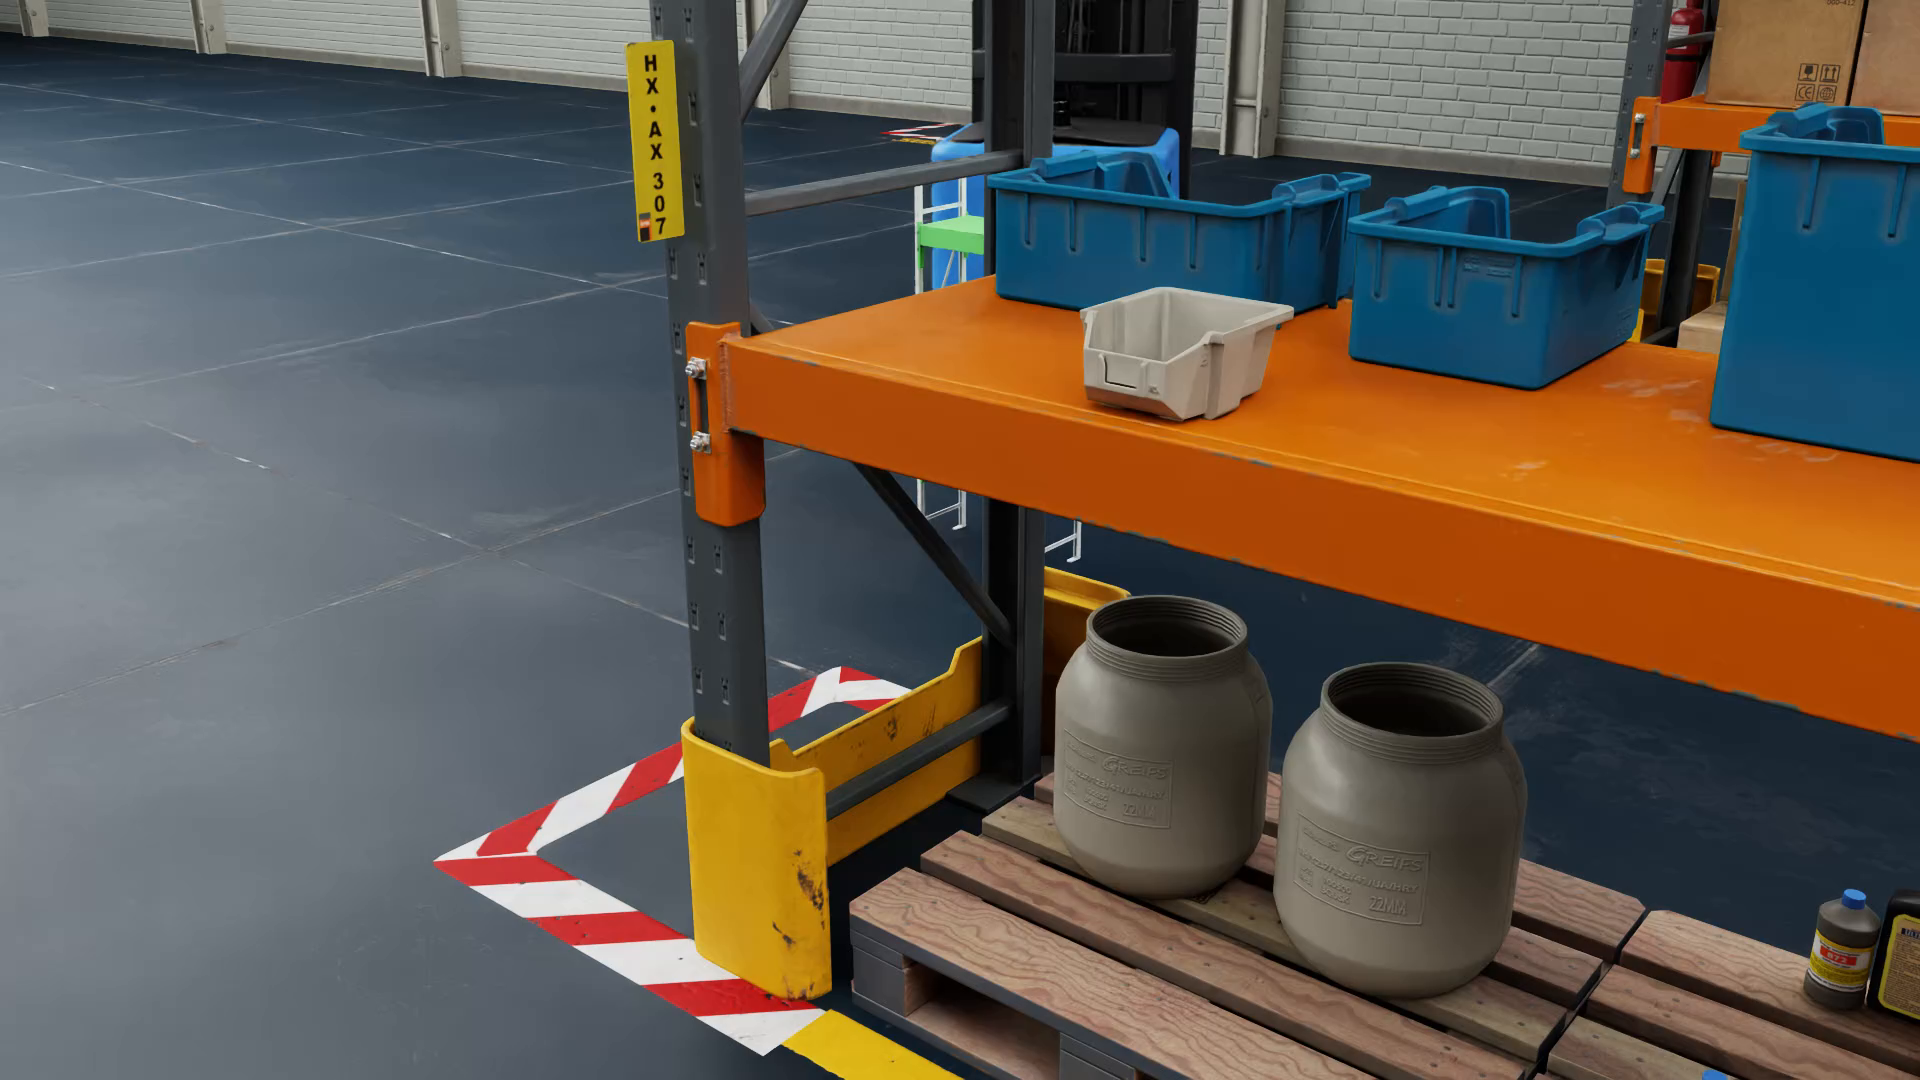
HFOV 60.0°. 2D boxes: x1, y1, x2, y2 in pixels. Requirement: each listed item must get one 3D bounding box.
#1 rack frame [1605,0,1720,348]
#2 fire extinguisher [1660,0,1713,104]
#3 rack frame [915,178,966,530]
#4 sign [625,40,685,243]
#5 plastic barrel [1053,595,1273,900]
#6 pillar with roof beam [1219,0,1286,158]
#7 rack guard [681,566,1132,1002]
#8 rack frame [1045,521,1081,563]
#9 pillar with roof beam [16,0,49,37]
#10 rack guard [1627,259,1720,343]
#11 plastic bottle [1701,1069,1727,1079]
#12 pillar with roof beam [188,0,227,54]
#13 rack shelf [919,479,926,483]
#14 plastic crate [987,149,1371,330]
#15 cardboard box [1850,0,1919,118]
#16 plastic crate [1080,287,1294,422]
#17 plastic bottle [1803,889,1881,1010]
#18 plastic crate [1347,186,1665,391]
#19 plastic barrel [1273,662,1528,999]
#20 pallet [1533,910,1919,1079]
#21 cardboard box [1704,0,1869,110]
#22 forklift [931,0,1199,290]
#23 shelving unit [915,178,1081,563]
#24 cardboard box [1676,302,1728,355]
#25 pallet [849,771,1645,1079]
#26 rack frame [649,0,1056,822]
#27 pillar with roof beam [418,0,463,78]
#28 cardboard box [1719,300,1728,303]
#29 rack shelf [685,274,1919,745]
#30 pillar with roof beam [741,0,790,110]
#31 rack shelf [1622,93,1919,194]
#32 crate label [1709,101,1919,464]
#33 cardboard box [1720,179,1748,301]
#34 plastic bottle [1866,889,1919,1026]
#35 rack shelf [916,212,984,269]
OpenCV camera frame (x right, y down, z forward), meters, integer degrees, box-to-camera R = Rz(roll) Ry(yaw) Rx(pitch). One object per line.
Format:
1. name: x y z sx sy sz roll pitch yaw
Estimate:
1. rack frame: 2.974 -2.043 6.835 0.127 3.000 1.000 16 26 36
2. fire extinguisher: 3.176 -2.160 7.255 0.183 0.674 0.296 16 26 36
3. rack frame: -0.061 -0.579 5.503 0.015 1.200 0.240 16 26 36
4. sign: -0.512 -0.670 2.801 0.005 0.325 0.100 16 26 36
5. plastic barrel: 0.397 0.404 3.277 0.421 0.512 0.421 0 21 0
6. pillar with roof beam: -0.178 -6.447 10.011 0.400 9.000 9.100 16 26 36
7. rack guard: -0.073 0.484 3.677 0.348 0.500 1.175 16 26 36
8. rack frame: 0.317 -0.470 5.214 0.015 1.200 0.240 16 26 36
9. pillar with roof beam: -18.772 -11.802 24.211 0.400 9.000 9.100 16 26 36
10. rack guard: 2.955 -0.879 7.290 0.348 0.500 1.175 16 26 36
11. plastic bottle: 1.046 0.871 2.352 0.097 0.271 0.097 0 21 0
12. pillar with roof beam: -14.123 -10.463 20.661 0.400 9.000 9.100 16 26 36
13. rack shelf: 0.128 -0.240 5.466 0.480 0.148 0.258 16 26 36
14. plastic crate: 0.416 -0.590 3.193 0.616 0.251 0.499 16 26 36
15. cardboard box: 3.737 -1.866 6.225 0.500 0.500 0.700 17 26 38
16. plastic crate: 0.329 -0.279 2.530 0.250 0.136 0.298 16 26 36
17. plastic bottle: 1.539 0.704 2.894 0.097 0.201 0.097 0 21 0
18. plastic crate: 0.915 -0.444 2.805 0.408 0.251 0.499 16 26 36
19. plastic barrel: 0.785 0.515 2.981 0.421 0.512 0.421 0 21 0
20. pallet: 1.494 1.074 2.521 1.213 0.211 1.003 16 26 36
21. cardboard box: 3.327 -1.982 6.532 0.500 0.500 0.700 16 26 36
22. forklift: 0.647 -2.548 8.272 1.130 2.935 3.031 4 21 10
23. shelving unit: 0.128 -0.524 5.359 0.503 1.200 0.258 16 26 36
24. cardboard box: 3.248 -0.773 6.767 0.500 0.250 0.500 16 26 36
25. pallet: 0.553 0.802 3.243 1.213 0.211 1.003 16 26 36
26. rack frame: -0.161 -0.690 3.246 0.127 3.000 1.000 16 26 36
27. pillar with roof beam: -9.475 -9.124 17.111 0.400 9.000 9.100 16 26 36
28. cardboard box: 3.576 -0.914 7.143 0.500 0.250 0.500 16 26 36
29. rack shelf: 1.388 0.093 2.190 4.000 0.370 1.077 16 26 36
30. pillar with roof beam: -4.827 -7.786 13.561 0.400 9.000 9.100 16 26 36
31. rack shelf: 4.523 -1.260 5.779 4.000 0.370 1.077 16 26 36
32. crate label: 1.436 -0.370 2.347 0.616 0.435 0.502 16 26 36
33. cardboard box: 3.577 -1.266 7.012 0.500 0.500 0.500 16 26 36
34. plastic bottle: 1.641 0.686 2.823 0.133 0.283 0.061 17 26 38
35. rack shelf: 0.128 -0.914 5.212 0.480 0.148 0.258 16 26 36
